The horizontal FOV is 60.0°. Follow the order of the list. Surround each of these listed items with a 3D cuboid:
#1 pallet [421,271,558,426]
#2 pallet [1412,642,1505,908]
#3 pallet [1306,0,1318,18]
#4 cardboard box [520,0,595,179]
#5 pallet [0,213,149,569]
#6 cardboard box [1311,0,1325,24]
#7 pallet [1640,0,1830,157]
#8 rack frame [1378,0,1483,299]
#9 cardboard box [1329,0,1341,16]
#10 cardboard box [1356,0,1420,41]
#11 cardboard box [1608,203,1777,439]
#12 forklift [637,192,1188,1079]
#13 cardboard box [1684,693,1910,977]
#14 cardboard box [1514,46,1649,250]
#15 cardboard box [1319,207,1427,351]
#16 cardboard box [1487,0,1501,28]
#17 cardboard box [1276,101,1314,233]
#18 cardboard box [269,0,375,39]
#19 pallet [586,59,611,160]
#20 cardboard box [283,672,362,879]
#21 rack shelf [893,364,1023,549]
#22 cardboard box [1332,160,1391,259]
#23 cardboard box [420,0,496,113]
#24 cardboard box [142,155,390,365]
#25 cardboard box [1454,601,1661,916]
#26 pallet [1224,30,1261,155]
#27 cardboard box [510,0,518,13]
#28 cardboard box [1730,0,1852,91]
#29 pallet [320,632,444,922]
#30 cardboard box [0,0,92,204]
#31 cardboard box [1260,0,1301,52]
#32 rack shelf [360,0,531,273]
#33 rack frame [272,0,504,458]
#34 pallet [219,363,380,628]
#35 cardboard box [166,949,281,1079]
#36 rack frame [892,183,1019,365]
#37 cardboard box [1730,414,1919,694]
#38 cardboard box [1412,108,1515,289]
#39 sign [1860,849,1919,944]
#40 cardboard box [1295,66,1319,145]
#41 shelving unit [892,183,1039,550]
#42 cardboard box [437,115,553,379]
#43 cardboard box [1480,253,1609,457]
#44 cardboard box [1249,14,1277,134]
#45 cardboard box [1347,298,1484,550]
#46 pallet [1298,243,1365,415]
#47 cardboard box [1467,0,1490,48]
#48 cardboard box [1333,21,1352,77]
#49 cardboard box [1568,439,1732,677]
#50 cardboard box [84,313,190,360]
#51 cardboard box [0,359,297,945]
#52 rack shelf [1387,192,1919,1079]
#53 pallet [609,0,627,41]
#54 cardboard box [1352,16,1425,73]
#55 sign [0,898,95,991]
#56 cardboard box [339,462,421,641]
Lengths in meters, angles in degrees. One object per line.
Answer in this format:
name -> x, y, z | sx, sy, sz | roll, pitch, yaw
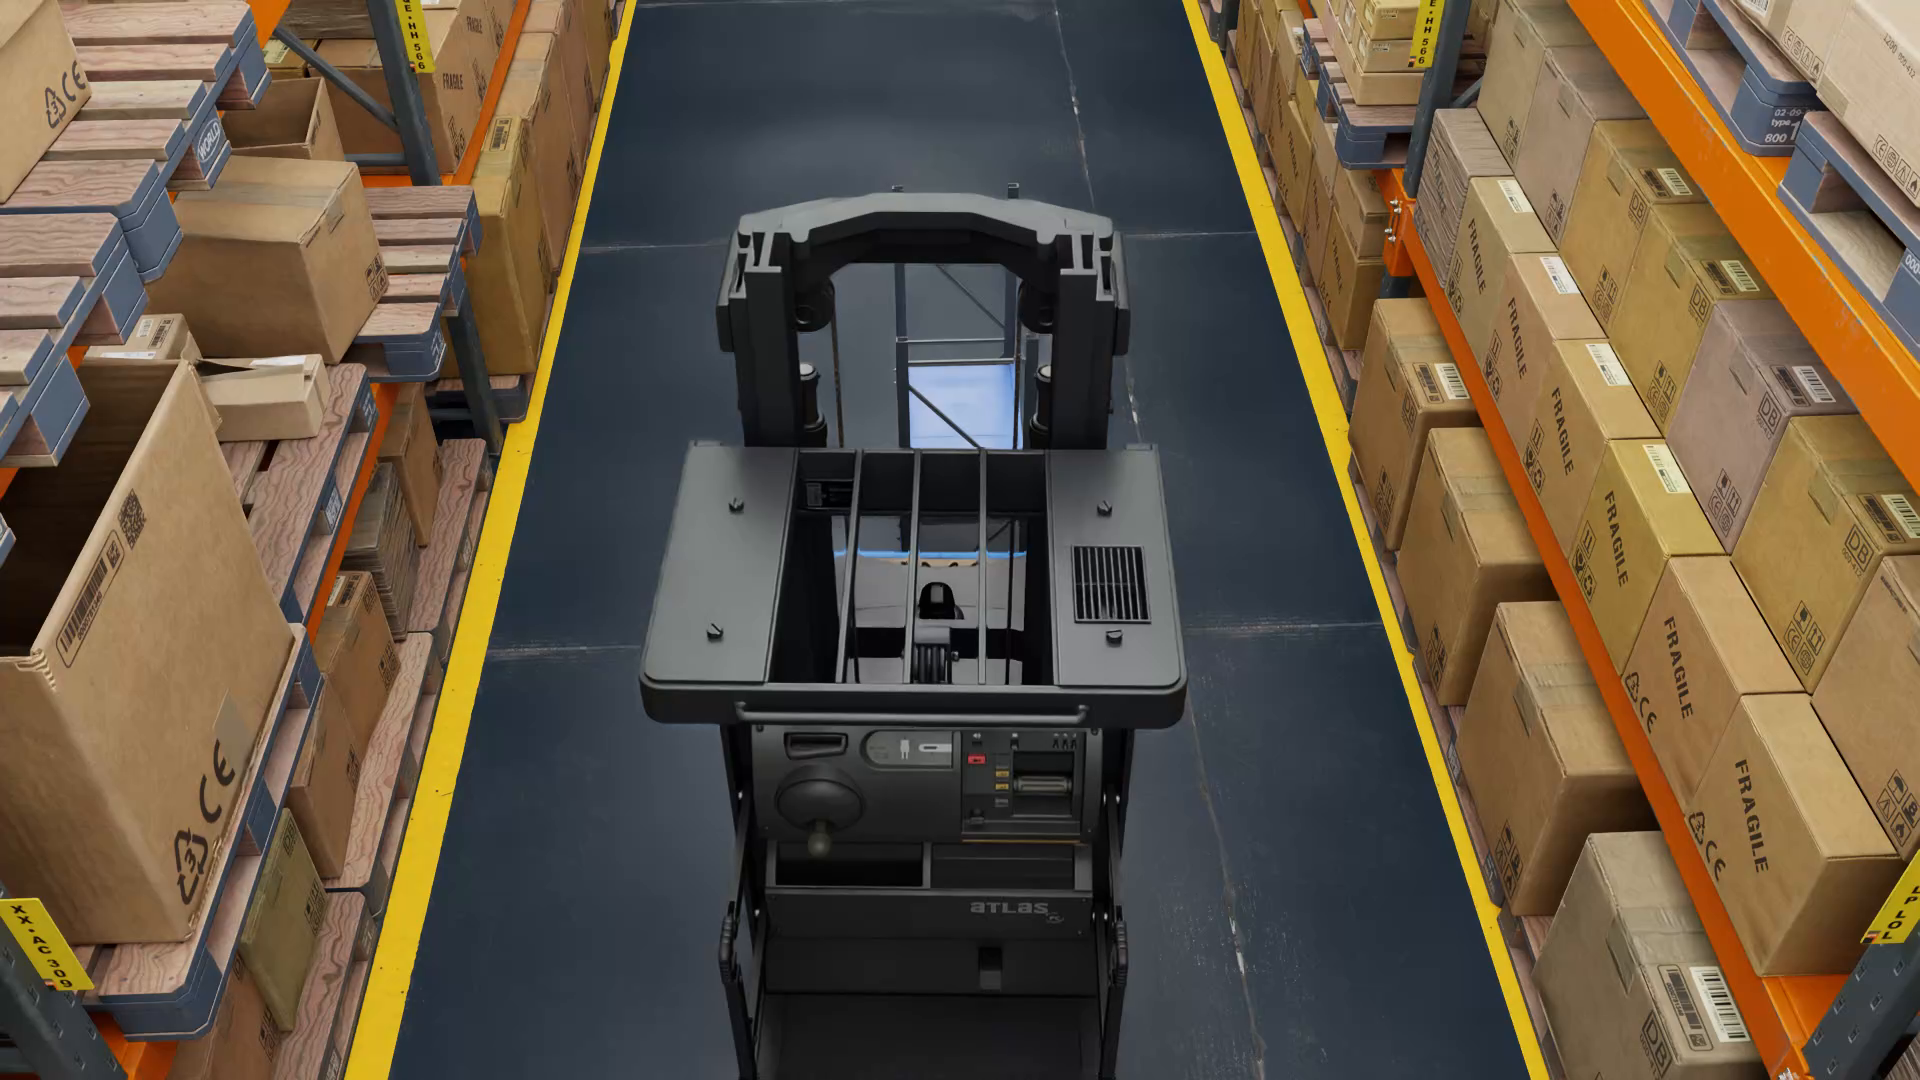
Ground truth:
pallet -> -2.582, -1.021, 8.207 | 1.003, 0.211, 1.213 | -2, 43, -2
pallet -> 2.343, 0.796, 6.226 | 1.003, 0.211, 1.213 | -2, 43, -2
pallet -> 2.211, -2.853, 8.285 | 1.003, 0.211, 1.213 | -2, 43, -2
cardboard box -> -2.707, -2.552, 9.075 | 1.225, 0.875, 0.875 | -3, 43, -3
pallet -> -2.373, -0.270, 3.244 | 1.213, 0.211, 1.003 | -2, 43, -2
cardboard box -> 1.829, -2.480, 7.611 | 0.380, 0.149, 0.250 | -2, 43, -2
pallet -> 2.467, -1.437, 4.517 | 1.003, 0.211, 1.213 | 0, 43, 0
rack frame -> 2.336, -1.588, 6.763 | 1.000, 3.000, 0.127 | -2, 43, -2
cardboard box -> 1.834, -2.438, 7.345 | 0.380, 0.149, 0.250 | -1, 43, -1
cardboard box -> 1.857, -2.188, 6.852 | 0.380, 0.149, 0.250 | -3, 43, -3
cardboard box -> 2.414, -0.658, 4.934 | 0.700, 0.500, 0.500 | -2, 43, -2
forklift -> -0.088, 0.738, 4.276 | 1.130, 2.935, 3.031 | 1, 43, 1
cardboard box -> 2.217, 0.730, 4.159 | 0.500, 0.500, 0.500 | -2, 43, -2
cardboard box -> 2.368, -1.349, 5.688 | 0.700, 0.500, 0.500 | -2, 43, -2
cardboard box -> 2.047, -1.259, 7.942 | 0.500, 0.500, 0.500 | -2, 43, -2
cardboard box -> 2.503, -2.275, 7.168 | 0.380, 0.149, 0.250 | 0, 43, 0
cardboard box -> 1.990, -1.966, 8.714 | 0.500, 0.500, 0.500 | -3, 43, -4
cardboard box -> -2.638, -2.415, 6.848 | 0.797, 0.503, 0.637 | 0, 43, 0
pallet -> -2.685, -2.668, 10.005 | 1.003, 0.211, 1.213 | -2, 43, -2
cardboard box -> -2.484, 0.830, 5.649 | 0.700, 0.500, 0.500 | -5, 43, -5
rack shelf -> 0.004, -0.363, 6.802 | 0.538, 0.185, 1.000 | -2, 43, -2
cardboard box -> 2.045, -1.552, 7.708 | 0.500, 0.250, 0.500 | -3, 43, -3
cardboard box -> -2.396, -2.235, 7.395 | 0.500, 0.500, 0.500 | -3, 43, -3
cardboard box -> -2.437, -0.969, 5.702 | 0.700, 0.500, 0.500 | 4, 43, 5
cardboard box -> 2.353, 0.719, 5.600 | 1.050, 0.750, 0.750 | -2, 43, -2
pallet -> 2.201, -2.735, 10.078 | 1.003, 0.211, 1.213 | -2, 43, -2
cardboard box -> -2.441, -2.919, 8.140 | 0.500, 0.500, 0.500 | -1, 43, -2
cardboard box -> 2.212, -1.330, 3.942 | 0.500, 0.311, 0.500 | -3, 43, -3
pallet -> -2.543, 0.863, 6.152 | 1.003, 0.211, 1.213 | -2, 43, -2
cardboard box -> -2.416, -1.069, 3.589 | 0.797, 0.503, 0.637 | 0, 43, 0
cardboard box -> 1.959, -2.933, 9.214 | 0.500, 0.250, 0.500 | -1, 43, -1
rack shelf -> -2.708, -2.599, 8.398 | 1.077, 0.370, 4.000 | -2, 43, -2
rack frame -> -2.623, -1.514, 6.682 | 1.000, 3.000, 0.127 | -2, 43, -2
pallet -> -2.498, -0.108, 5.290 | 1.003, 0.211, 1.213 | -2, 43, -2
cardboard box -> -2.458, 1.530, 4.885 | 0.700, 0.500, 0.500 | -5, 43, -5
rack frame -> -0.018, -0.838, 7.055 | 0.500, 1.500, 0.032 | -2, 43, -2
cardboard box -> 2.455, 0.024, 4.190 | 0.700, 0.500, 0.500 | -2, 43, -2
cardboard box -> 2.086, -1.314, 6.390 | 0.500, 0.500, 0.500 | -1, 43, -1
sign -> 1.964, 0.736, 3.428 | 0.100, 0.325, 0.005 | -2, 43, -2
cardboard box -> 2.007, -2.237, 8.454 | 0.500, 0.250, 0.500 | -1, 43, -1
shelving unit -> 0.004, -0.495, 6.680 | 0.538, 1.500, 1.048 | -2, 43, -2
cardboard box -> -2.632, -1.352, 7.767 | 1.225, 0.875, 0.875 | -3, 43, -4
cardboard box -> 2.131, -0.631, 5.644 | 0.500, 0.500, 0.500 | -2, 43, -2
cardboard box -> 1.957, -2.659, 9.470 | 0.500, 0.500, 0.500 | 0, 43, 0
cardboard box -> 2.272, -0.500, 6.930 | 1.050, 0.750, 0.750 | -2, 43, -2
pallet -> 2.305, -1.088, 8.281 | 1.003, 0.211, 1.213 | -2, 43, -2
cardboard box -> 2.496, -2.322, 7.438 | 0.380, 0.149, 0.250 | 0, 43, 0
cardboard box -> 1.847, -2.138, 7.238 | 0.380, 0.149, 0.250 | -2, 43, -2
cardboard box -> 2.174, 0.048, 4.904 | 0.500, 0.500, 0.500 | -1, 43, -1
cardboard box -> -2.782, -0.476, 5.349 | 0.500, 0.250, 0.500 | -3, 43, -3
cardboard box -> -2.347, 0.270, 3.981 | 1.000, 1.000, 1.000 | -1, 43, -2
rack shelf -> 2.421, 0.027, 5.533 | 1.077, 0.370, 4.000 | -2, 43, -2
pallet -> -2.747, -3.702, 11.133 | 1.003, 0.211, 1.213 | -2, 43, -2
cardboard box -> 1.860, -2.081, 6.955 | 0.380, 0.149, 0.250 | -1, 43, -1
sign -> -1.912, 0.846, 3.466 | 0.100, 0.325, 0.005 | -2, 43, -2
cardboard box -> -2.539, 0.071, 6.477 | 0.700, 0.500, 0.500 | -5, 43, -5
